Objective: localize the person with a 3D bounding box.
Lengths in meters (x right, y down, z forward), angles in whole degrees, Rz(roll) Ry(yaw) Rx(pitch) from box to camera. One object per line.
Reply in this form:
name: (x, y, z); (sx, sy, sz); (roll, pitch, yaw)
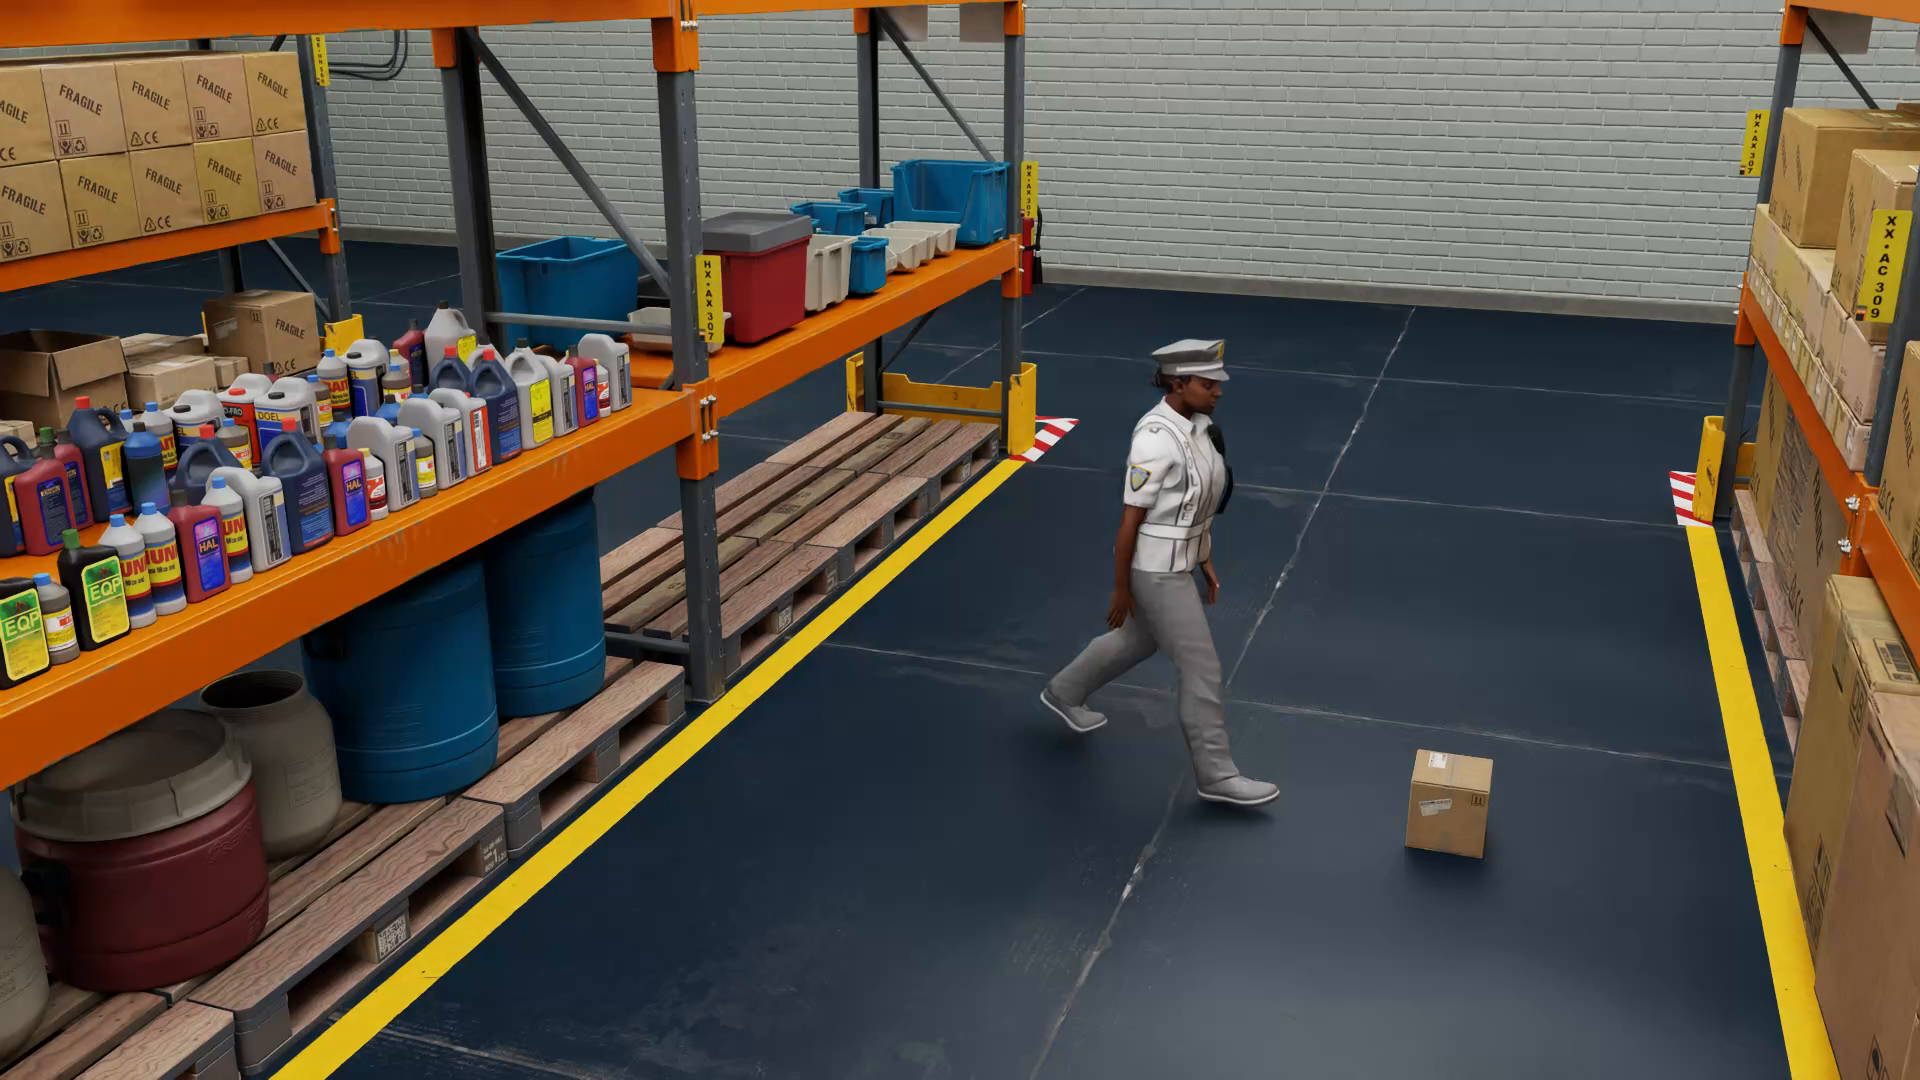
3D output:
person: (0.697, 0.079, 5.834); (1.018, 1.620, 0.465); (9, 21, 25)
